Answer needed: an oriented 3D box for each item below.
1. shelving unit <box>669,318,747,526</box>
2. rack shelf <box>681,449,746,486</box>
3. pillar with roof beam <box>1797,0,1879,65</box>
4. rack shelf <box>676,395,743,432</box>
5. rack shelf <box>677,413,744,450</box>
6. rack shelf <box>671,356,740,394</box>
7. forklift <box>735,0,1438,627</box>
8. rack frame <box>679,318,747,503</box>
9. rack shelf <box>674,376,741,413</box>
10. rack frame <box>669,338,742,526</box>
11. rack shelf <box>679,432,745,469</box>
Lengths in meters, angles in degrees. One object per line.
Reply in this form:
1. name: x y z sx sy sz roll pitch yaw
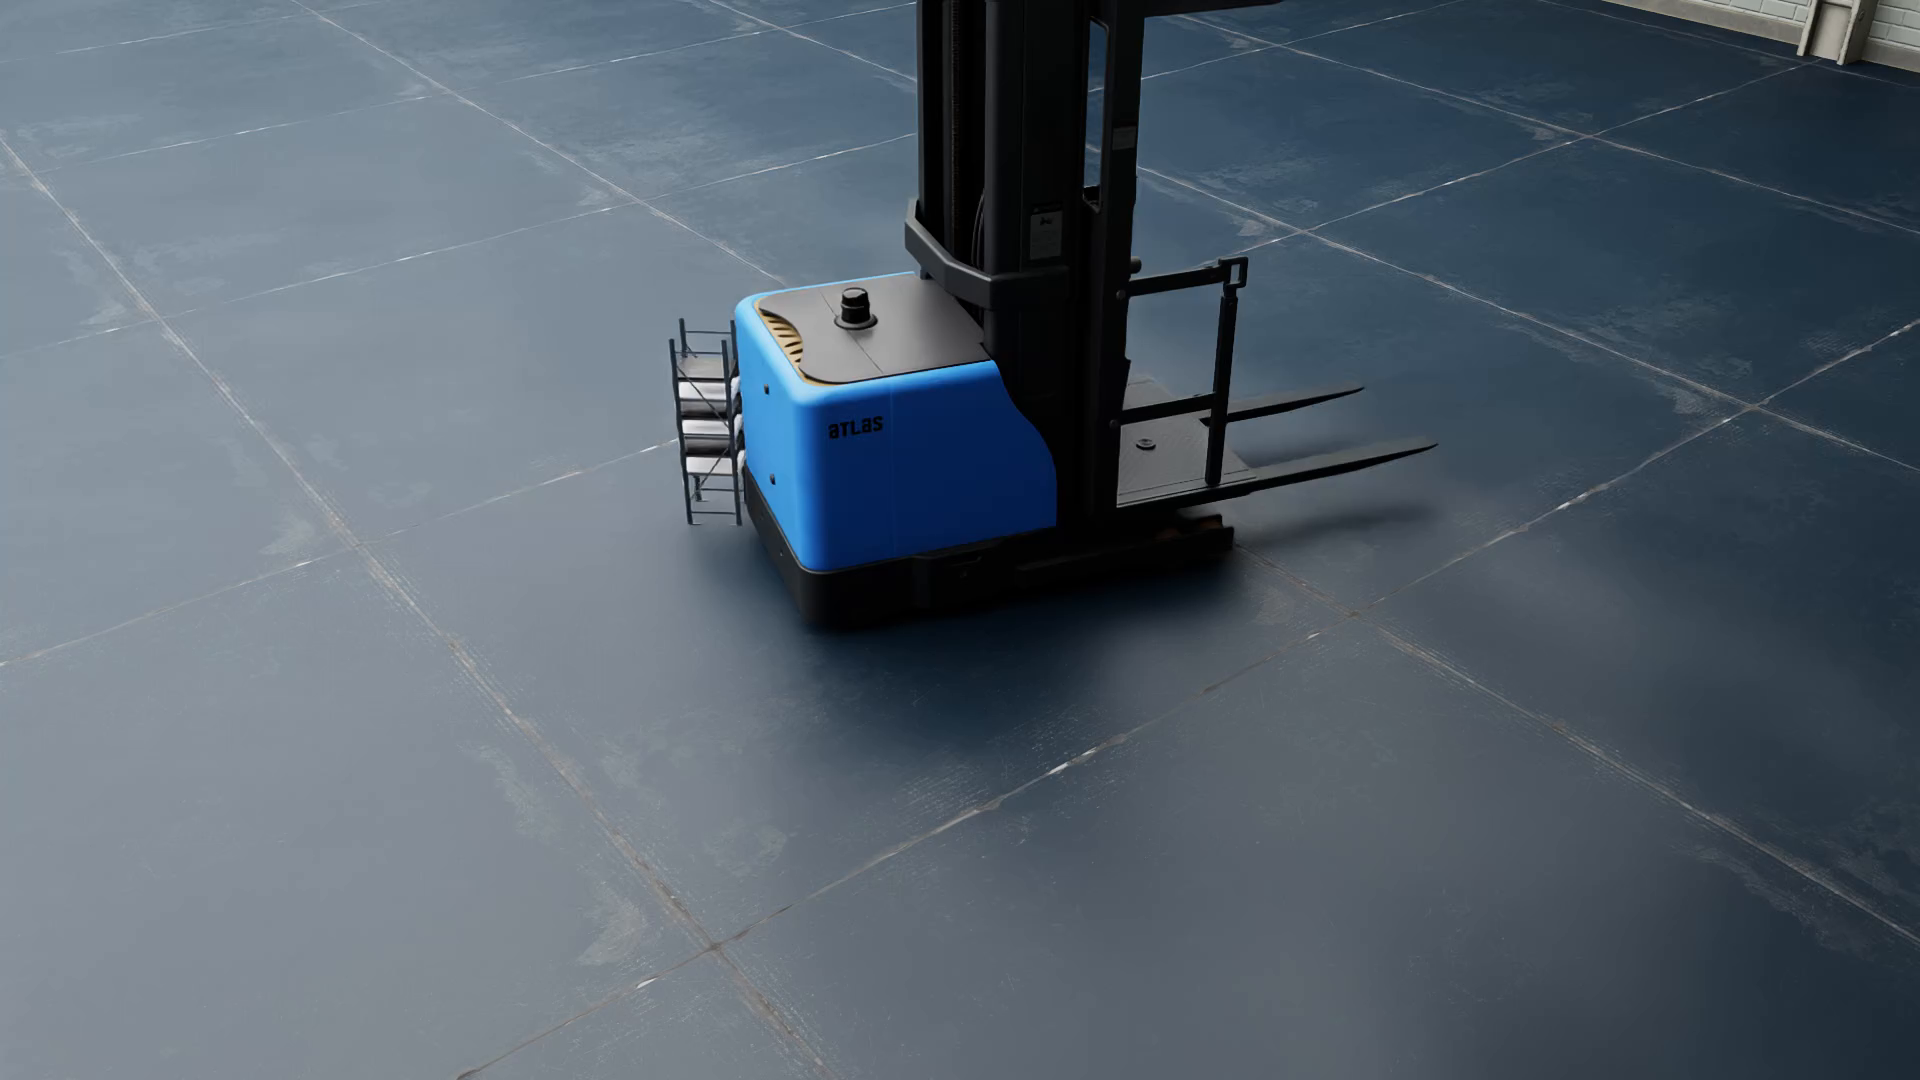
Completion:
1. shelving unit: -1.079 -0.501 7.203 0.258 0.900 0.210 2 32 3
2. rack shelf: -1.078 -0.320 7.316 0.258 0.077 0.200 2 32 3
3. pillar with roof beam: 3.725 -6.394 9.015 9.100 9.000 0.400 -22 38 -31
4. rack shelf: -1.079 -0.549 7.174 0.258 0.077 0.200 2 32 3
5. rack shelf: -1.079 -0.473 7.221 0.258 0.077 0.200 2 32 3
6. rack shelf: -1.079 -0.702 7.079 0.258 0.077 0.200 2 32 3
7. forklift: 0.635 -1.375 6.686 3.031 2.935 1.130 -11 34 -17
8. rack frame: -1.072 -0.555 7.290 0.240 0.900 0.006 2 32 3
9. rack shelf: -1.079 -0.626 7.126 0.258 0.077 0.200 2 32 3
10. rack frame: -1.085 -0.448 7.117 0.240 0.900 0.006 2 32 3
11. rack shelf: -1.078 -0.397 7.268 0.258 0.077 0.200 2 32 3
